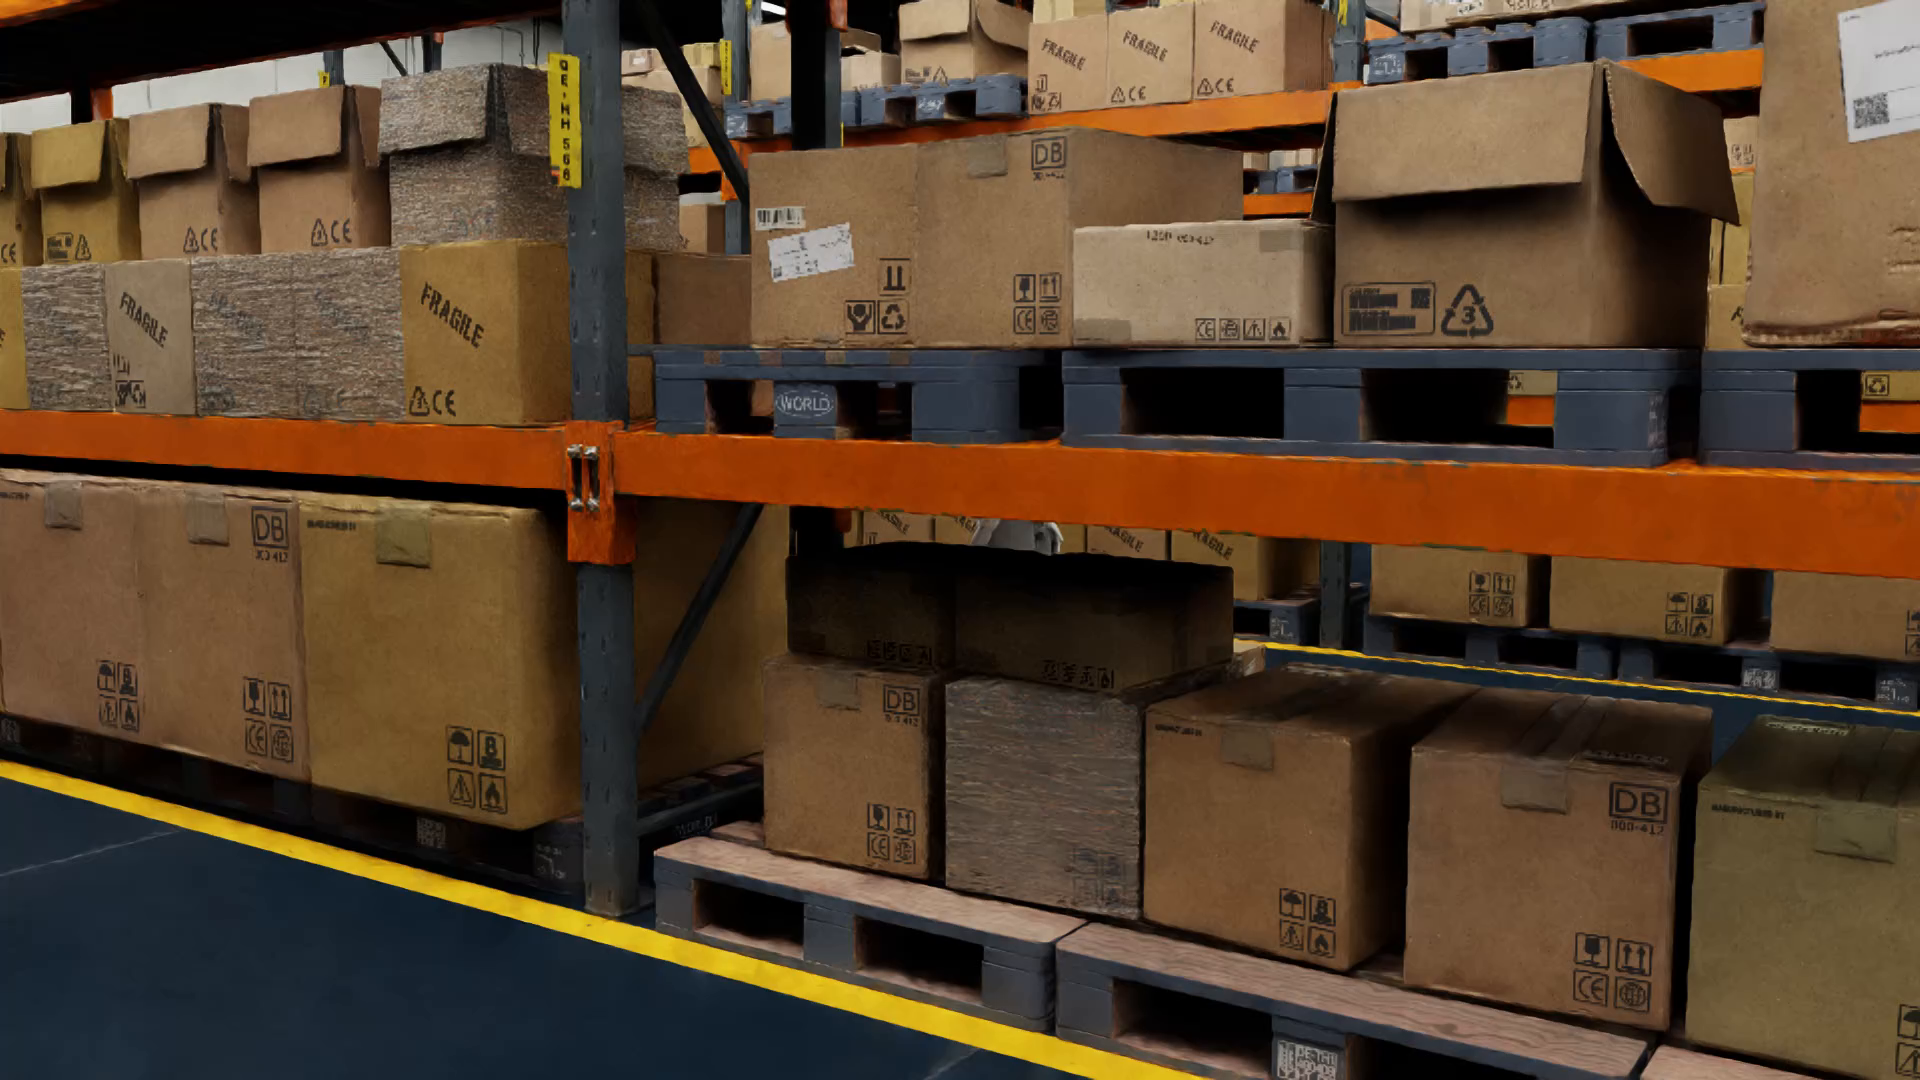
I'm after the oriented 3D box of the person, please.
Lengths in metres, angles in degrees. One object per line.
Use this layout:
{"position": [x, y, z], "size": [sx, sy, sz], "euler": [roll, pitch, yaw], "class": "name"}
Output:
{"position": [0.207, -0.053, 6.528], "size": [0.616, 1.652, 0.493], "euler": [1, 7, 12], "class": "person"}
